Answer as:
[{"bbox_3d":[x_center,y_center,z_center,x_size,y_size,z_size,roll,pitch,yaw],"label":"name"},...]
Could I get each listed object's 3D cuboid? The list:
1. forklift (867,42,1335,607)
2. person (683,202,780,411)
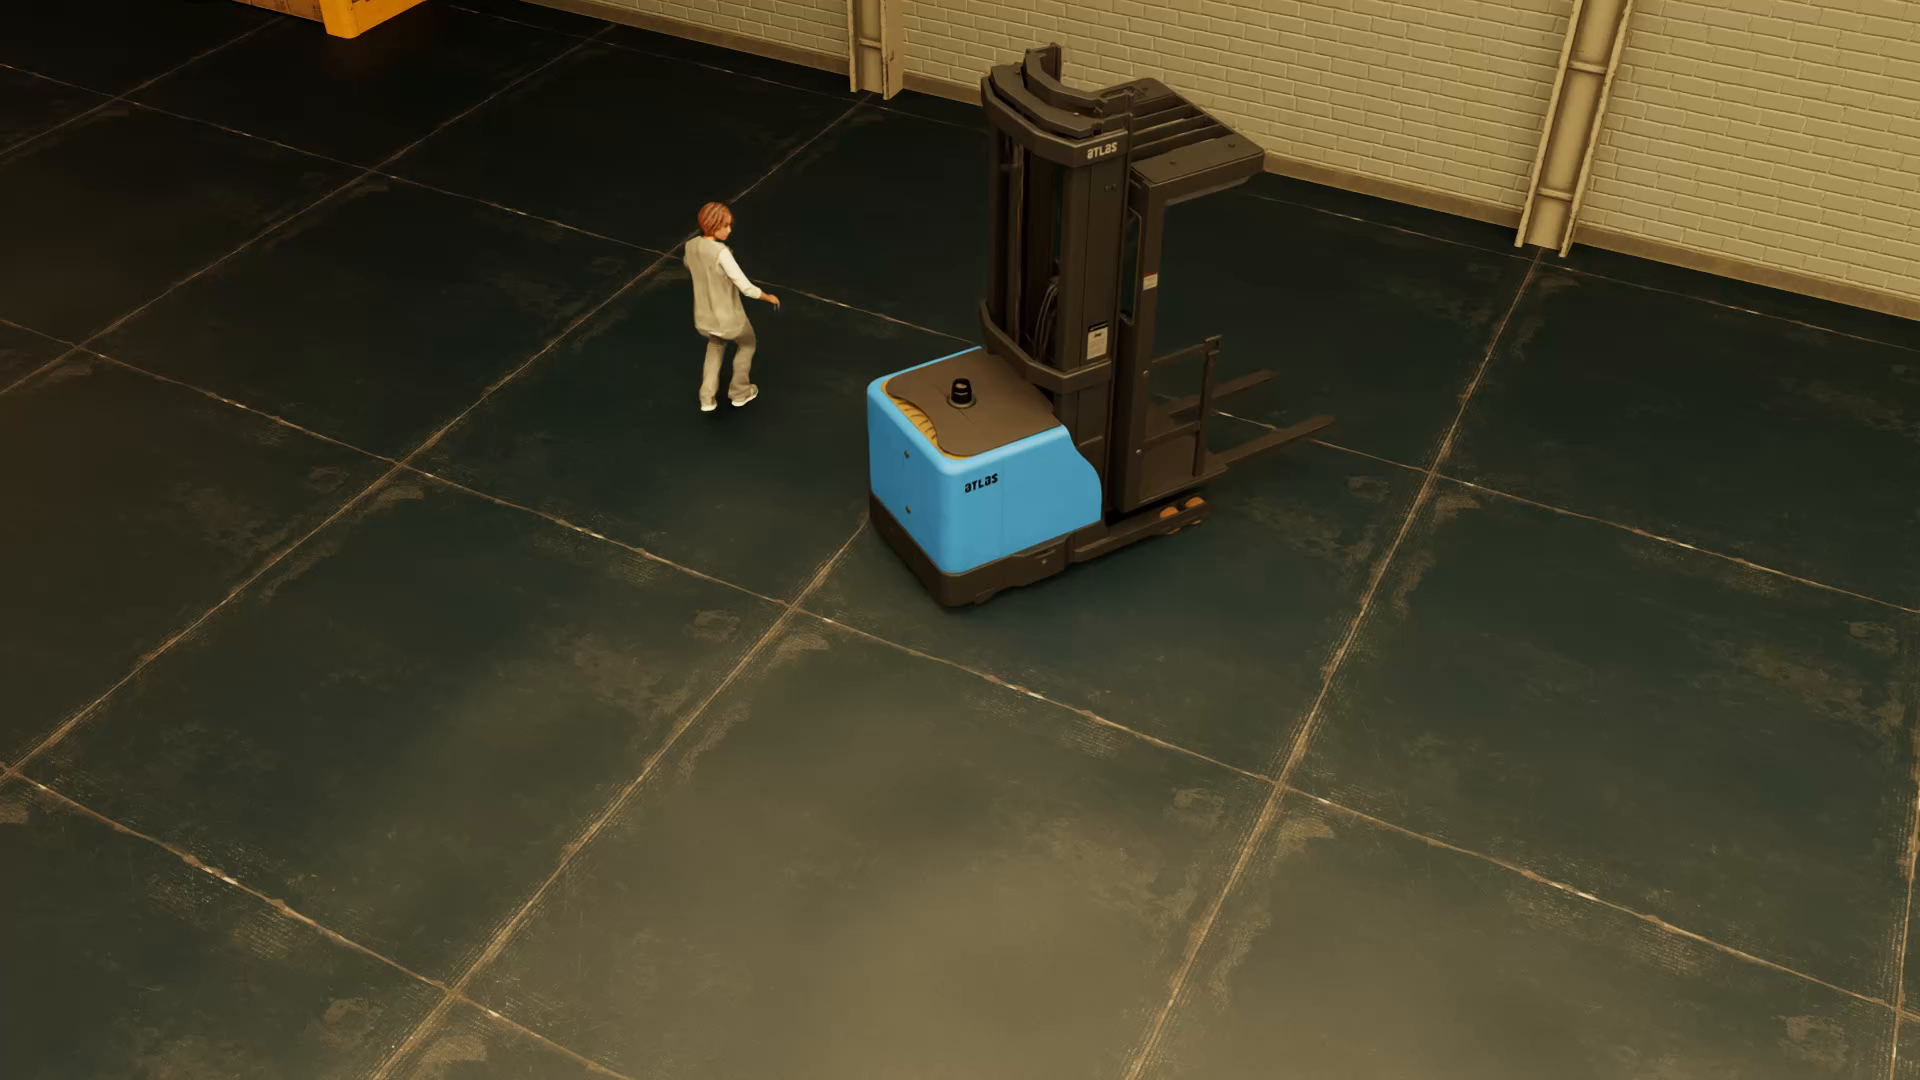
[{"bbox_3d":[0.974,-1.433,9.688,3.031,2.935,1.130,-20,44,-23],"label":"forklift"},{"bbox_3d":[-1.508,-1.533,10.917,0.676,1.507,0.648,18,43,20],"label":"person"}]
